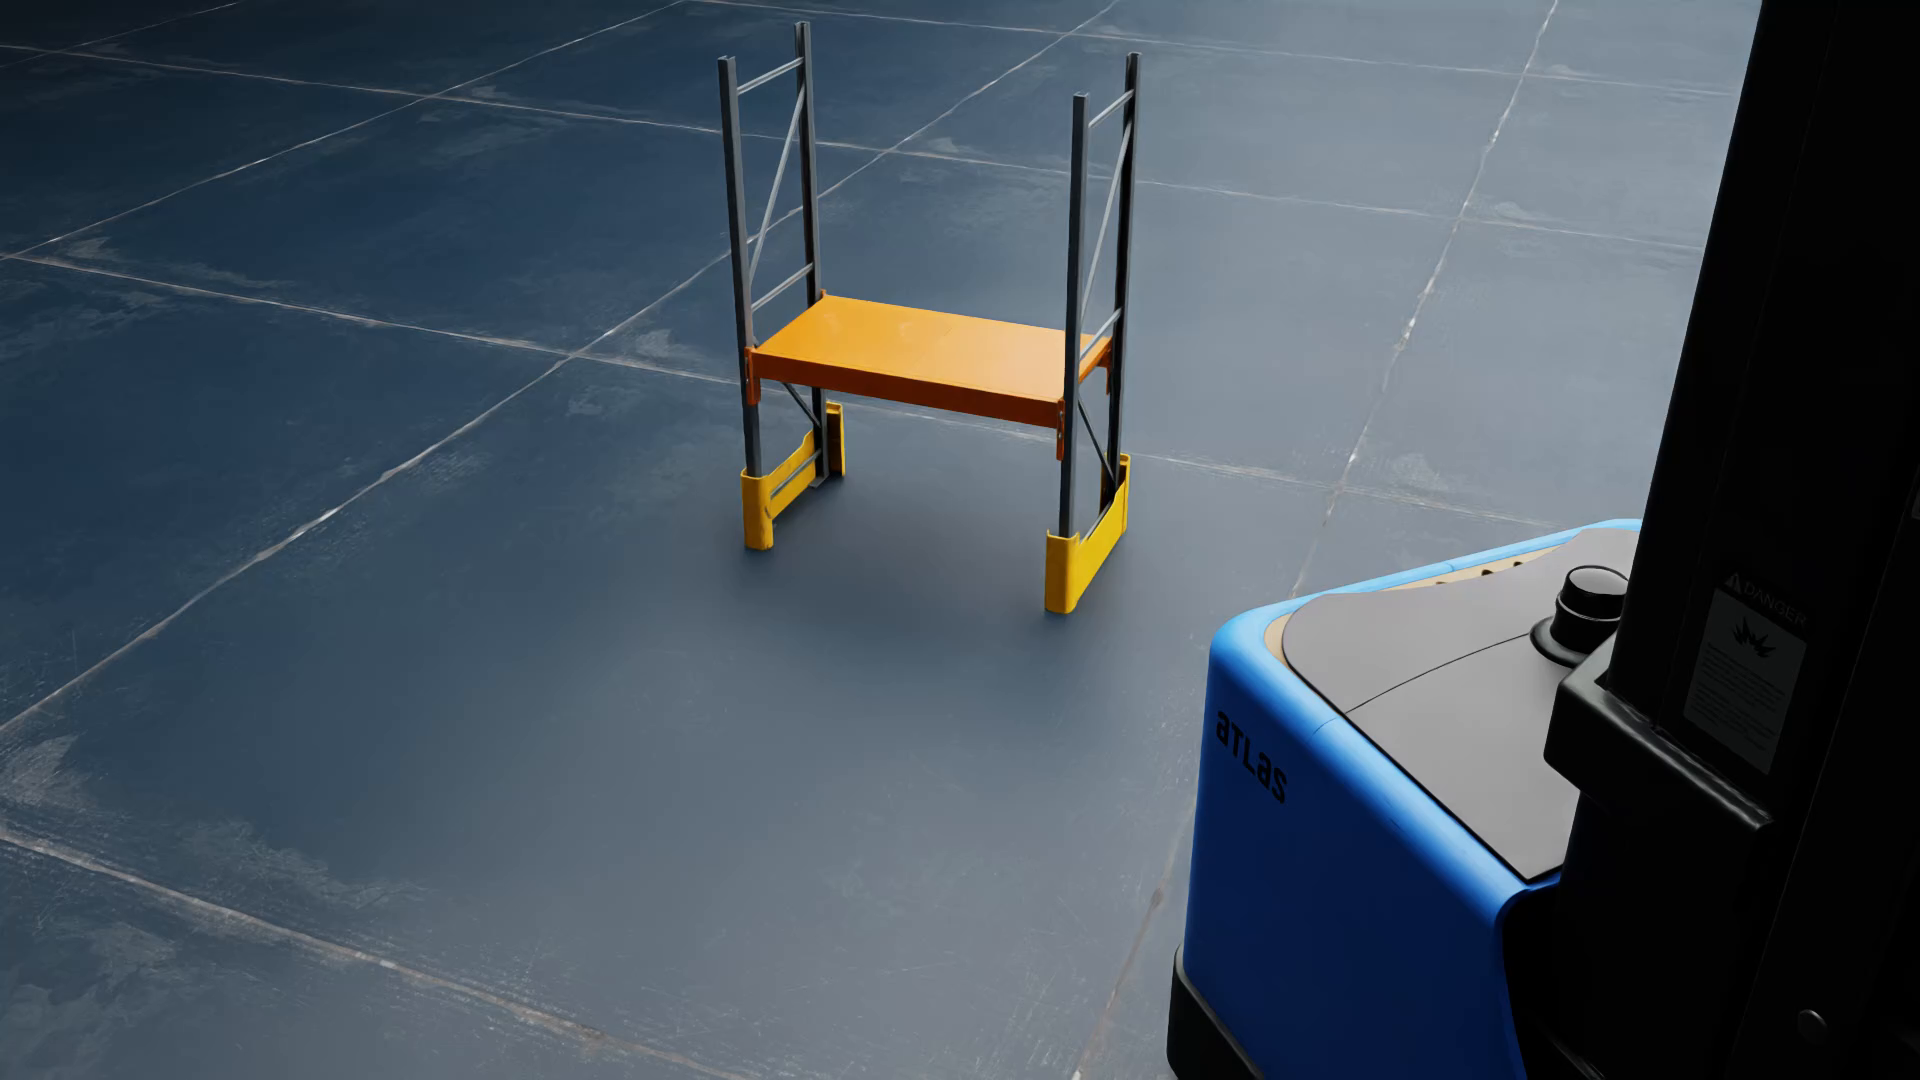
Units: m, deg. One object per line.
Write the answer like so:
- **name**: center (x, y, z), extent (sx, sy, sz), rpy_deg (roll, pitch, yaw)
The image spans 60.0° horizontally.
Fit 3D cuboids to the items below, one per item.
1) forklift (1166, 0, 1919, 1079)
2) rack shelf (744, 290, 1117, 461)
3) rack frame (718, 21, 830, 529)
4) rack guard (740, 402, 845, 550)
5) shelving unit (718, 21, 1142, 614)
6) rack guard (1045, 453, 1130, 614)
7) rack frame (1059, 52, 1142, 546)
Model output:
- **forklift**: center (1.468, 0.358, 1.638), extent (1.130, 2.935, 3.031), rpy_deg (-12, 32, -21)
- **rack shelf**: center (-0.079, -0.512, 4.997), extent (1.000, 0.185, 0.538), rpy_deg (11, 31, 19)
- **rack frame**: center (-0.550, -0.763, 5.075), extent (0.032, 1.500, 0.500), rpy_deg (11, 31, 19)
- **rack guard**: center (-0.532, -0.215, 5.376), extent (0.087, 0.250, 0.587), rpy_deg (11, 31, 19)
- **shelving unit**: center (-0.071, -0.667, 4.906), extent (1.083, 1.500, 0.587), rpy_deg (11, 31, 19)
- **rack guard**: center (0.391, -0.031, 5.050), extent (0.087, 0.250, 0.587), rpy_deg (11, 31, 19)
- **rack frame**: center (0.392, -0.575, 4.742), extent (0.032, 1.500, 0.500), rpy_deg (11, 31, 19)
